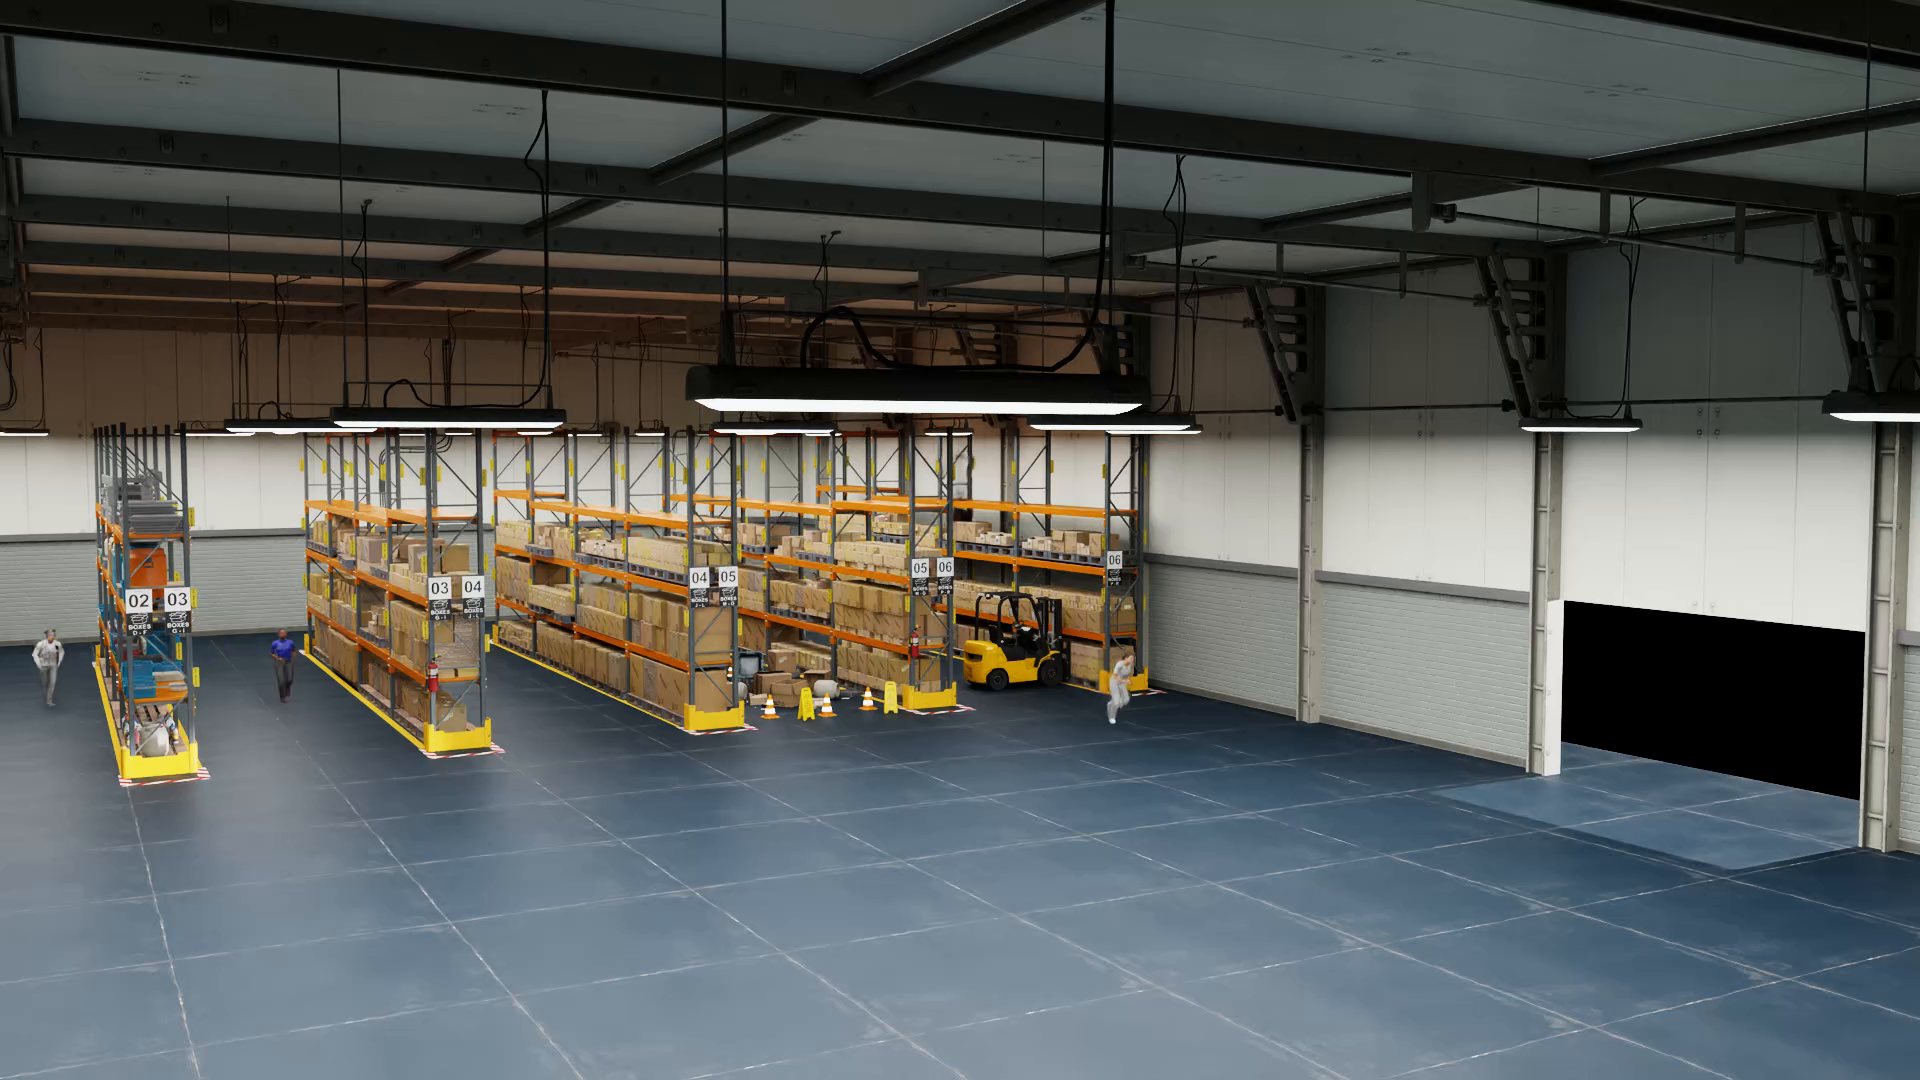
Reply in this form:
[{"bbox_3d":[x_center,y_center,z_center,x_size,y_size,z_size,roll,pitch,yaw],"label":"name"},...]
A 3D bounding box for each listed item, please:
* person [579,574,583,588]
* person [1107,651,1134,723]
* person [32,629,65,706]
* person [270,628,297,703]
[{"bbox_3d":[-11.203,1.869,49.018,0.947,1.729,0.644,-3,4,-38],"label":"person"},{"bbox_3d":[3.269,2.954,33.522,0.583,1.497,0.770,-3,4,-39],"label":"person"},{"bbox_3d":[-19.726,2.744,36.004,0.624,1.678,0.876,-2,4,-35],"label":"person"},{"bbox_3d":[-14.693,2.732,36.165,0.569,1.617,0.522,-2,4,-32],"label":"person"}]
